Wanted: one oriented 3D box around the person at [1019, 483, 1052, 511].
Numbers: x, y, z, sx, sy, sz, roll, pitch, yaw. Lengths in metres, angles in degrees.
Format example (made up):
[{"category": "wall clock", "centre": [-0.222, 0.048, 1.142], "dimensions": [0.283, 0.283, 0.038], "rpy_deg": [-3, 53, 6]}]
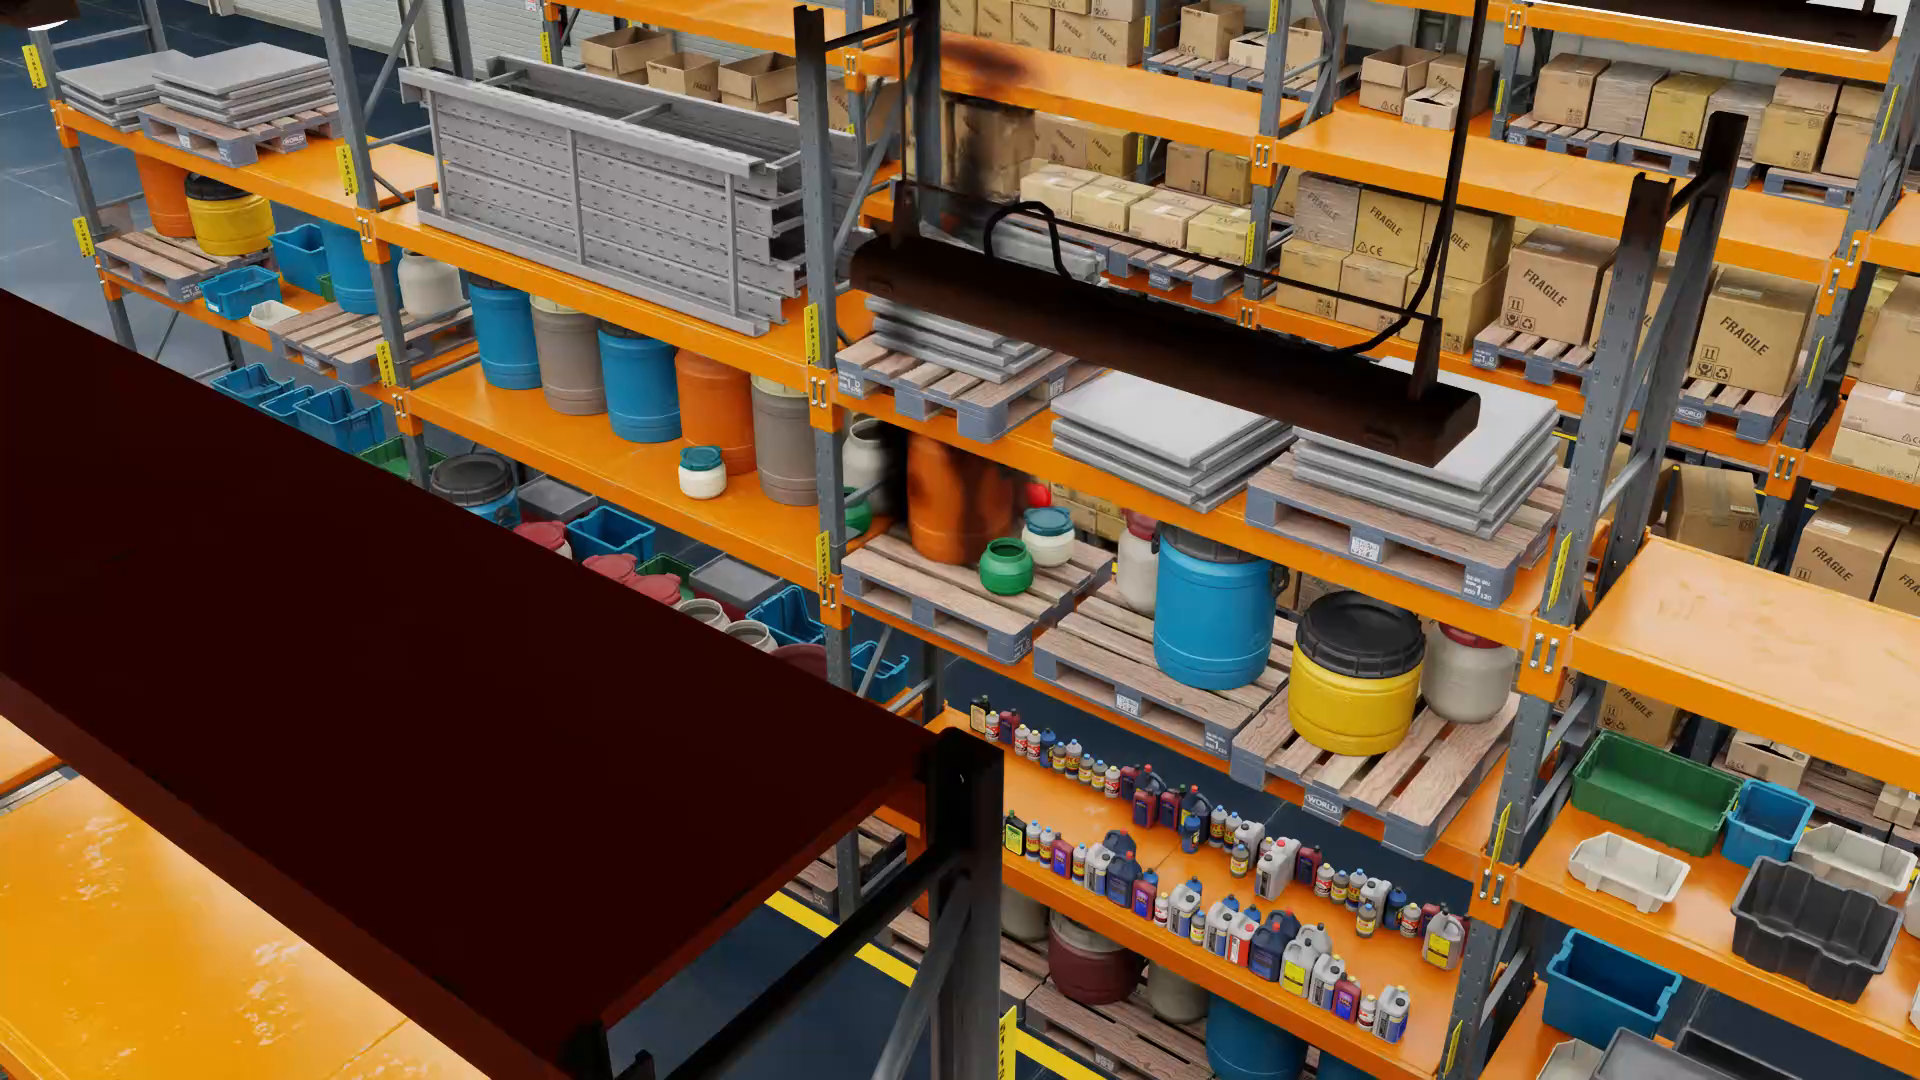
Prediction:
[{"category": "person", "centre": [0.573, -0.058, 12.800], "dimensions": [0.322, 0.811, 0.655], "rpy_deg": [22, 38, 31]}]
